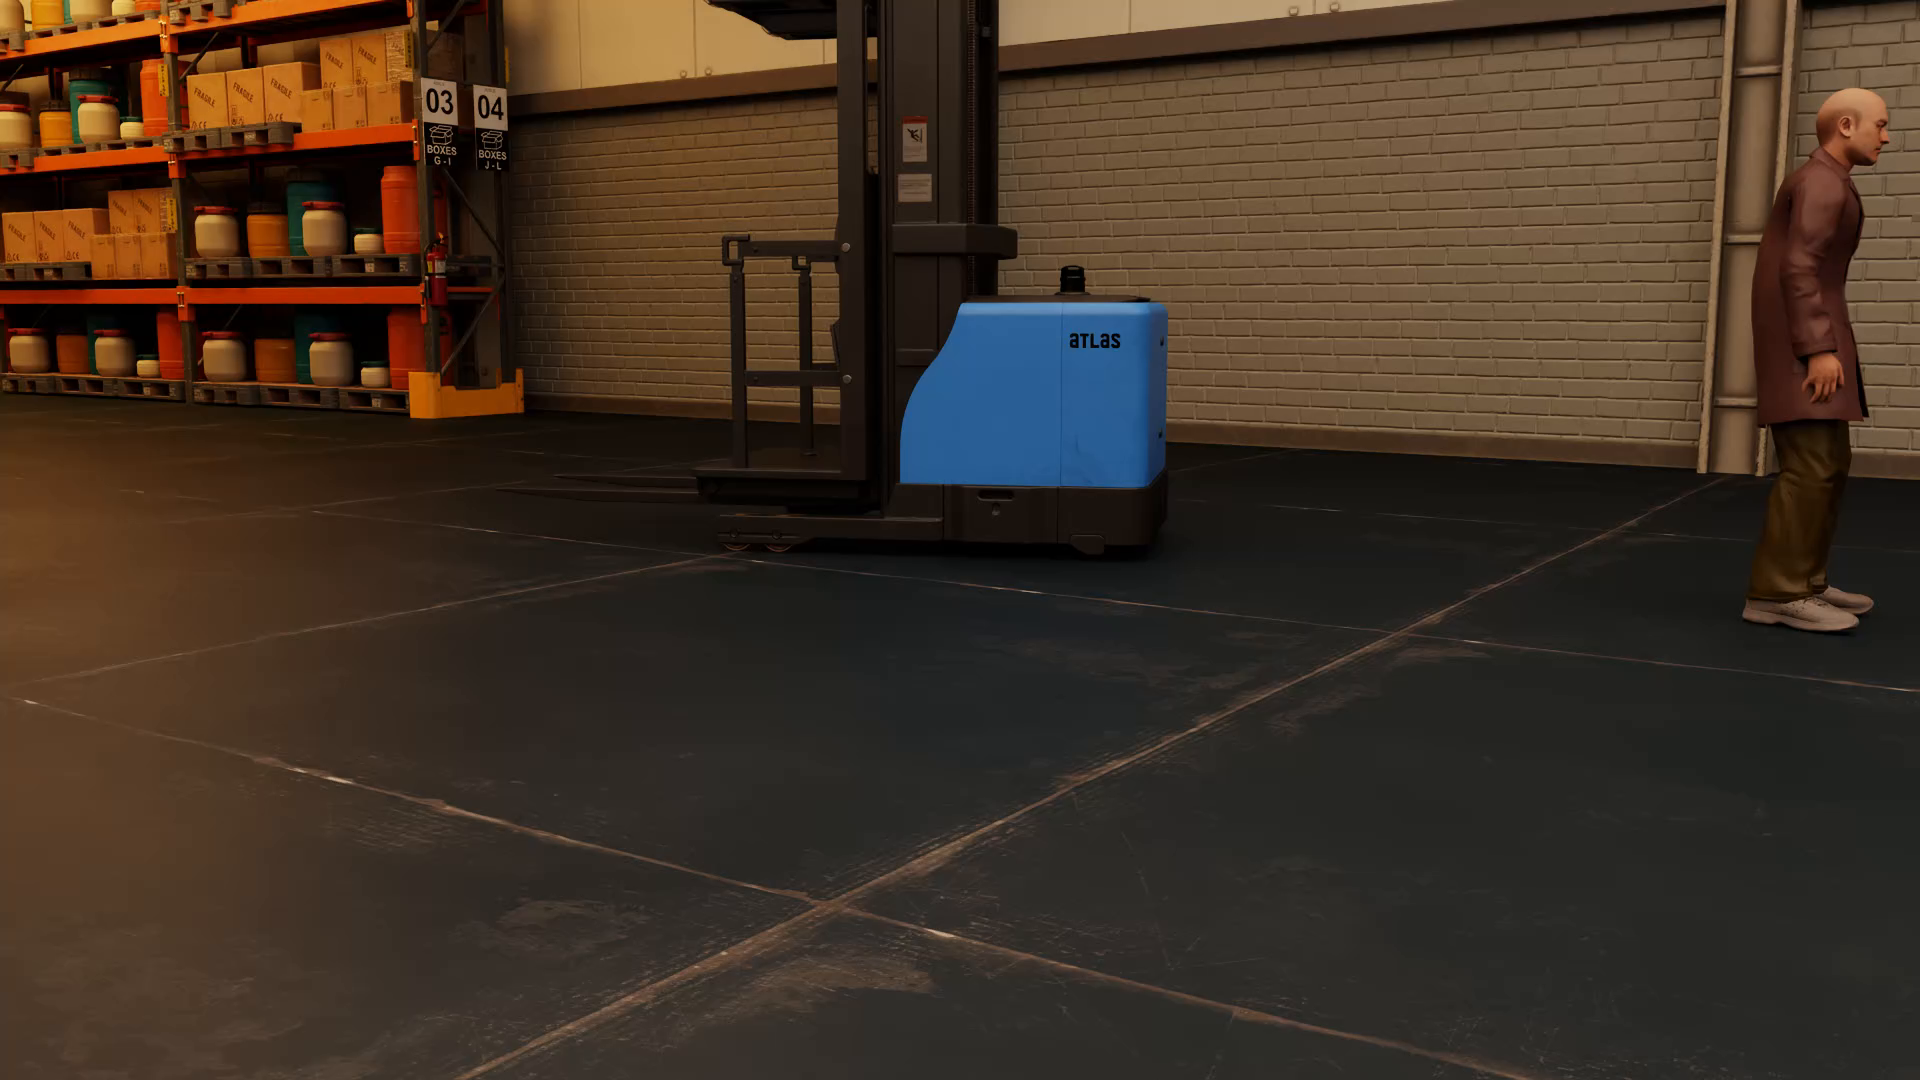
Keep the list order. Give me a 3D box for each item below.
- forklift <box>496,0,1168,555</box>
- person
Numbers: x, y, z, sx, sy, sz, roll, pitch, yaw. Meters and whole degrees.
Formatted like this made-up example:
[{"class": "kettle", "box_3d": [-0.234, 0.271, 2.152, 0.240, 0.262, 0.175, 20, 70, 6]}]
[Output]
[{"class": "forklift", "box_3d": [-0.596, -1.469, 7.520, 3.031, 2.935, 1.130, 2, 8, 12]}, {"class": "person", "box_3d": [2.897, -0.613, 5.613, 0.433, 1.773, 0.652, 5, 9, 31]}]
